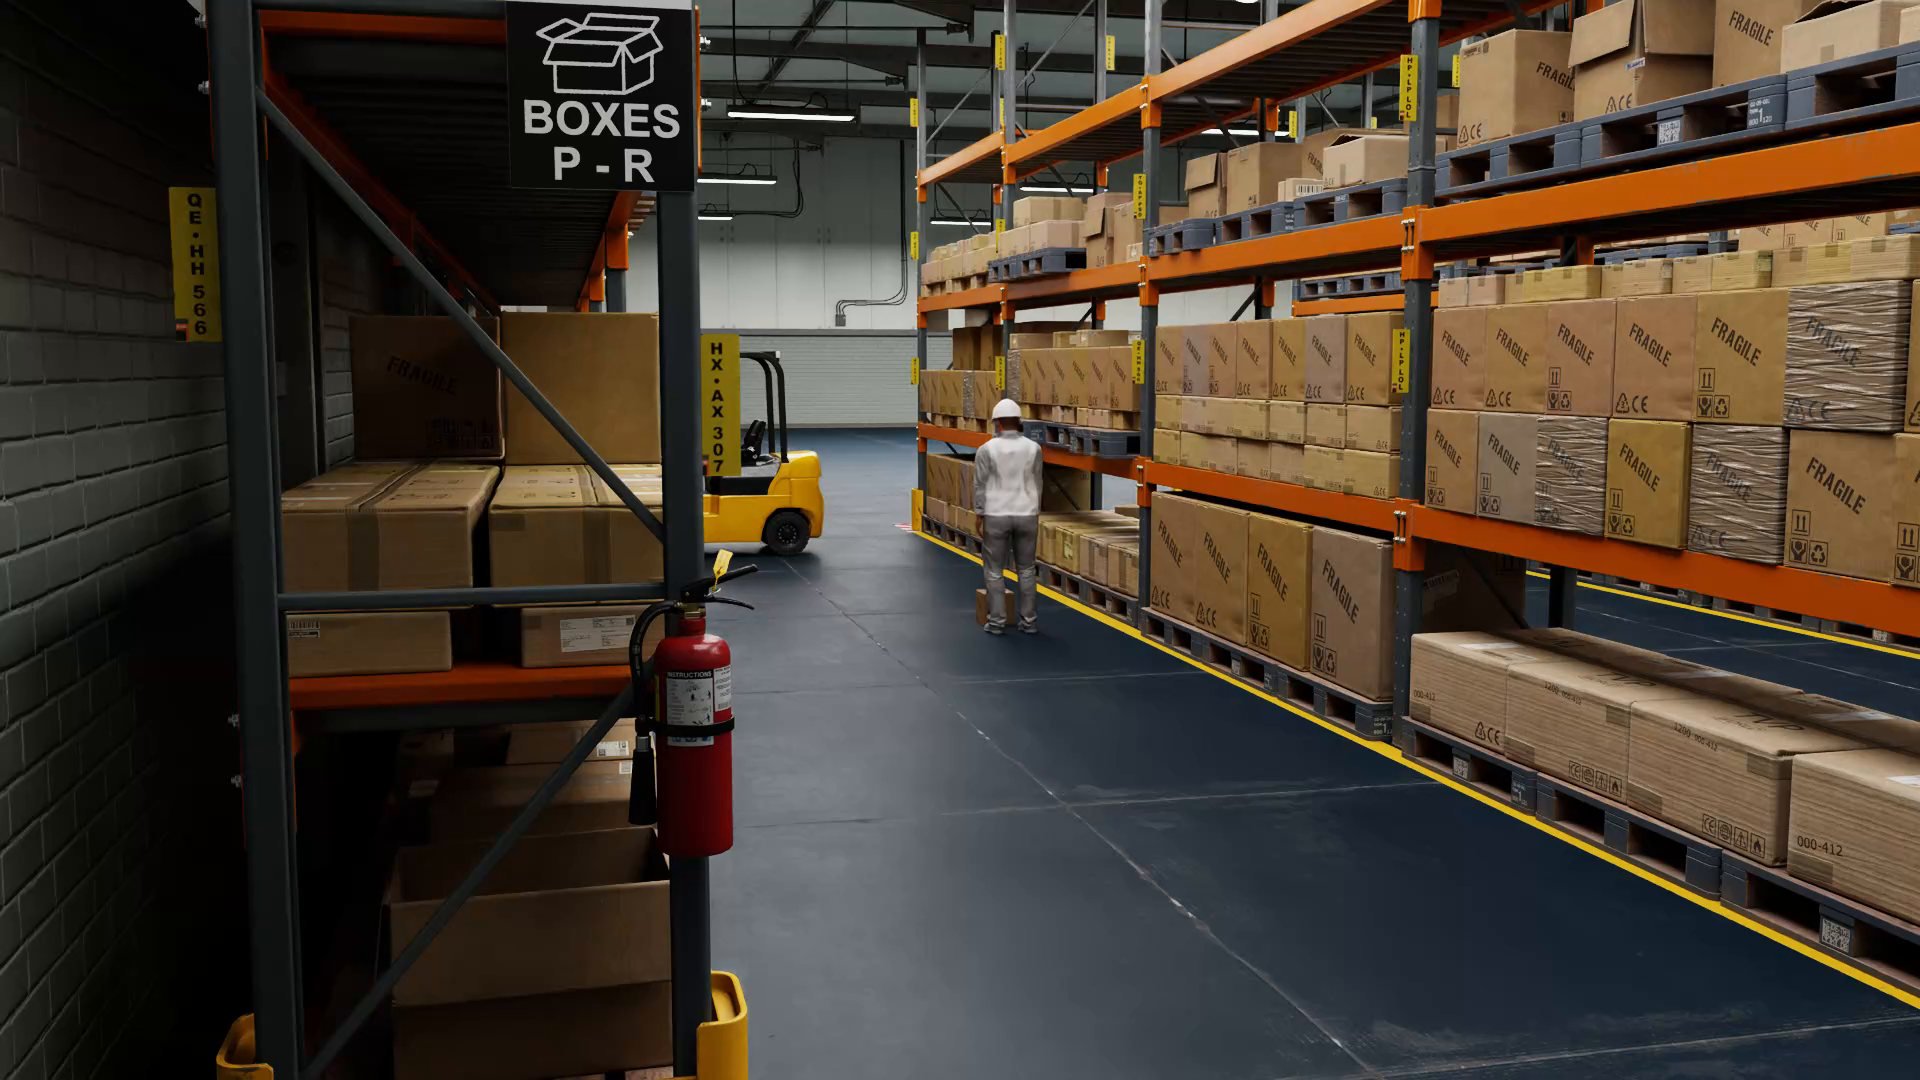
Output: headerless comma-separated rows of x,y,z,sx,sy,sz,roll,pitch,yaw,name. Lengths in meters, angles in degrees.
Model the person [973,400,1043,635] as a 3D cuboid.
0.356,-0.173,12.515,0.535,1.763,0.363,-1,6,-10,person
